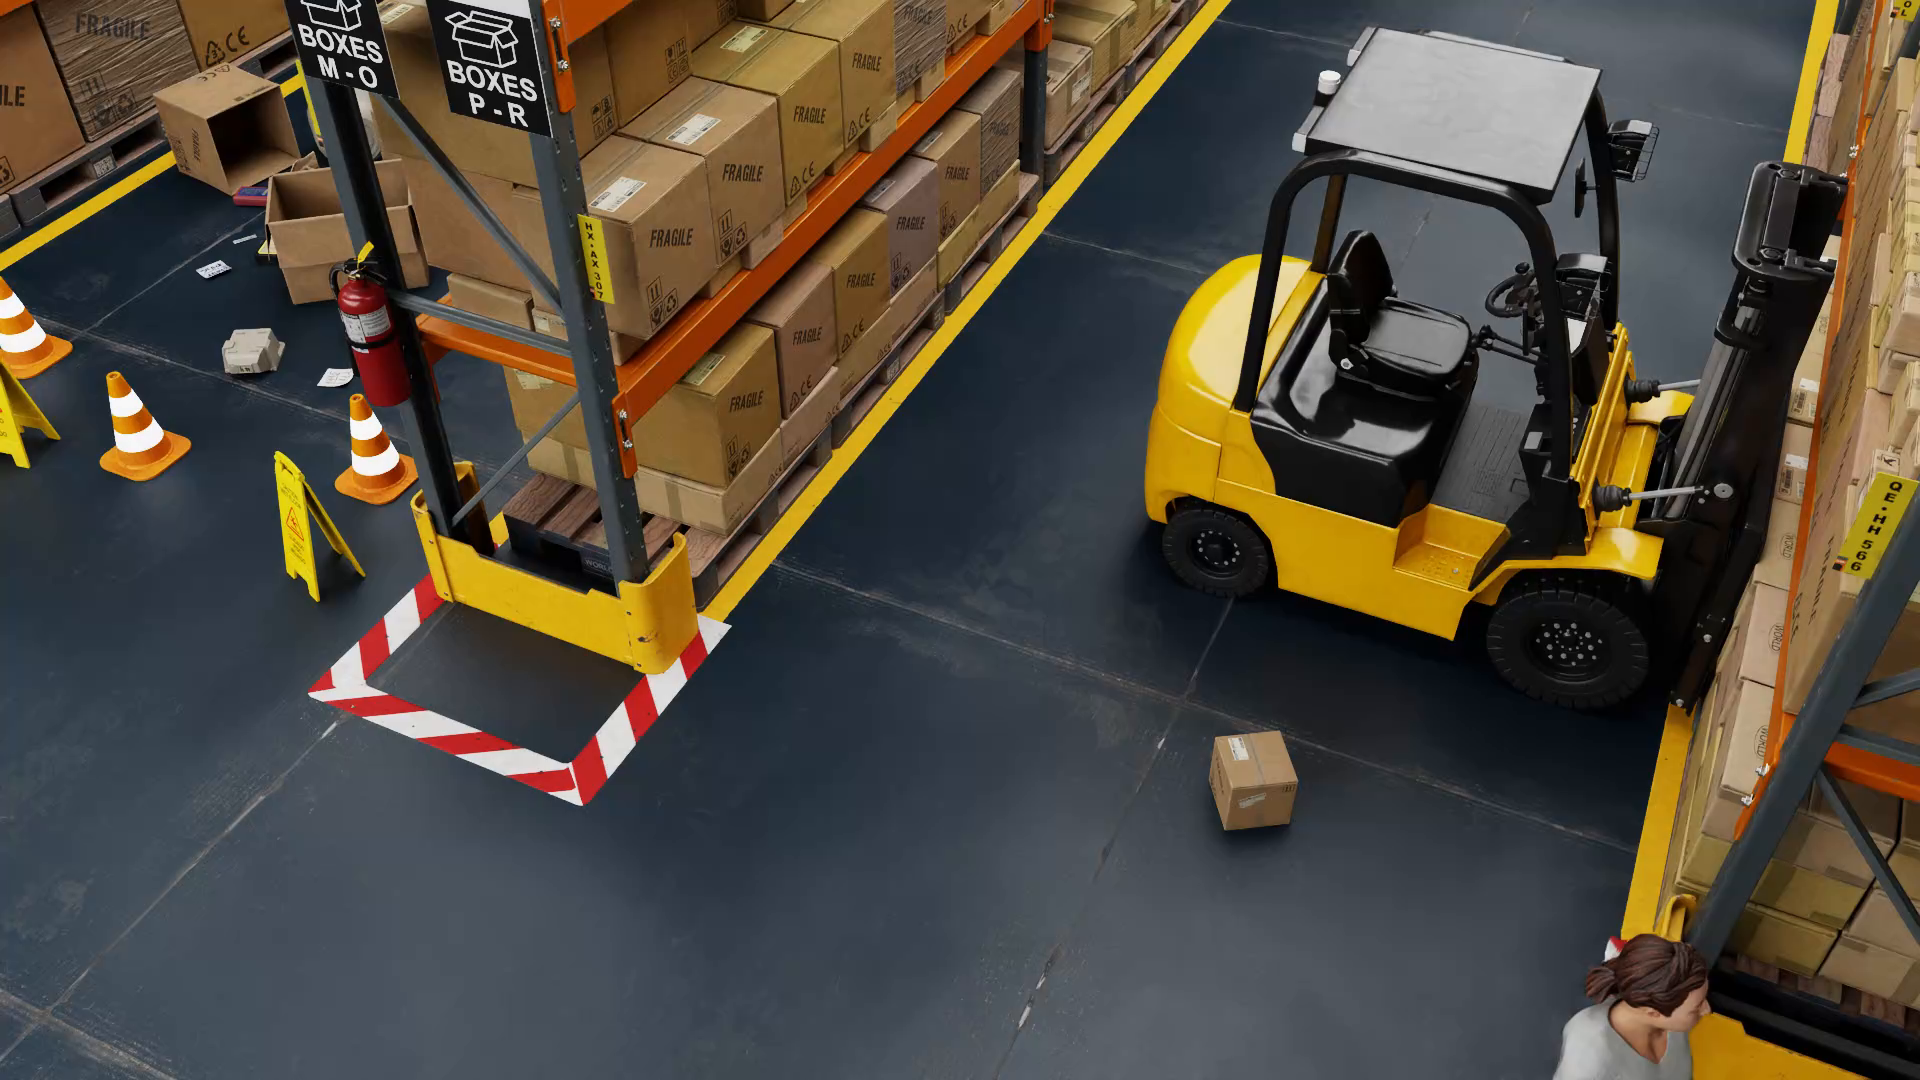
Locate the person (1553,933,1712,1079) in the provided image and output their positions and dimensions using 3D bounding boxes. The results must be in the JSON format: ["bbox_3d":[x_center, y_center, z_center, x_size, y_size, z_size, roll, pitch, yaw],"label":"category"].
[{"bbox_3d":[1.639,1.551,4.393,0.479,1.576,0.743,-20,46,-21],"label":"person"}]
